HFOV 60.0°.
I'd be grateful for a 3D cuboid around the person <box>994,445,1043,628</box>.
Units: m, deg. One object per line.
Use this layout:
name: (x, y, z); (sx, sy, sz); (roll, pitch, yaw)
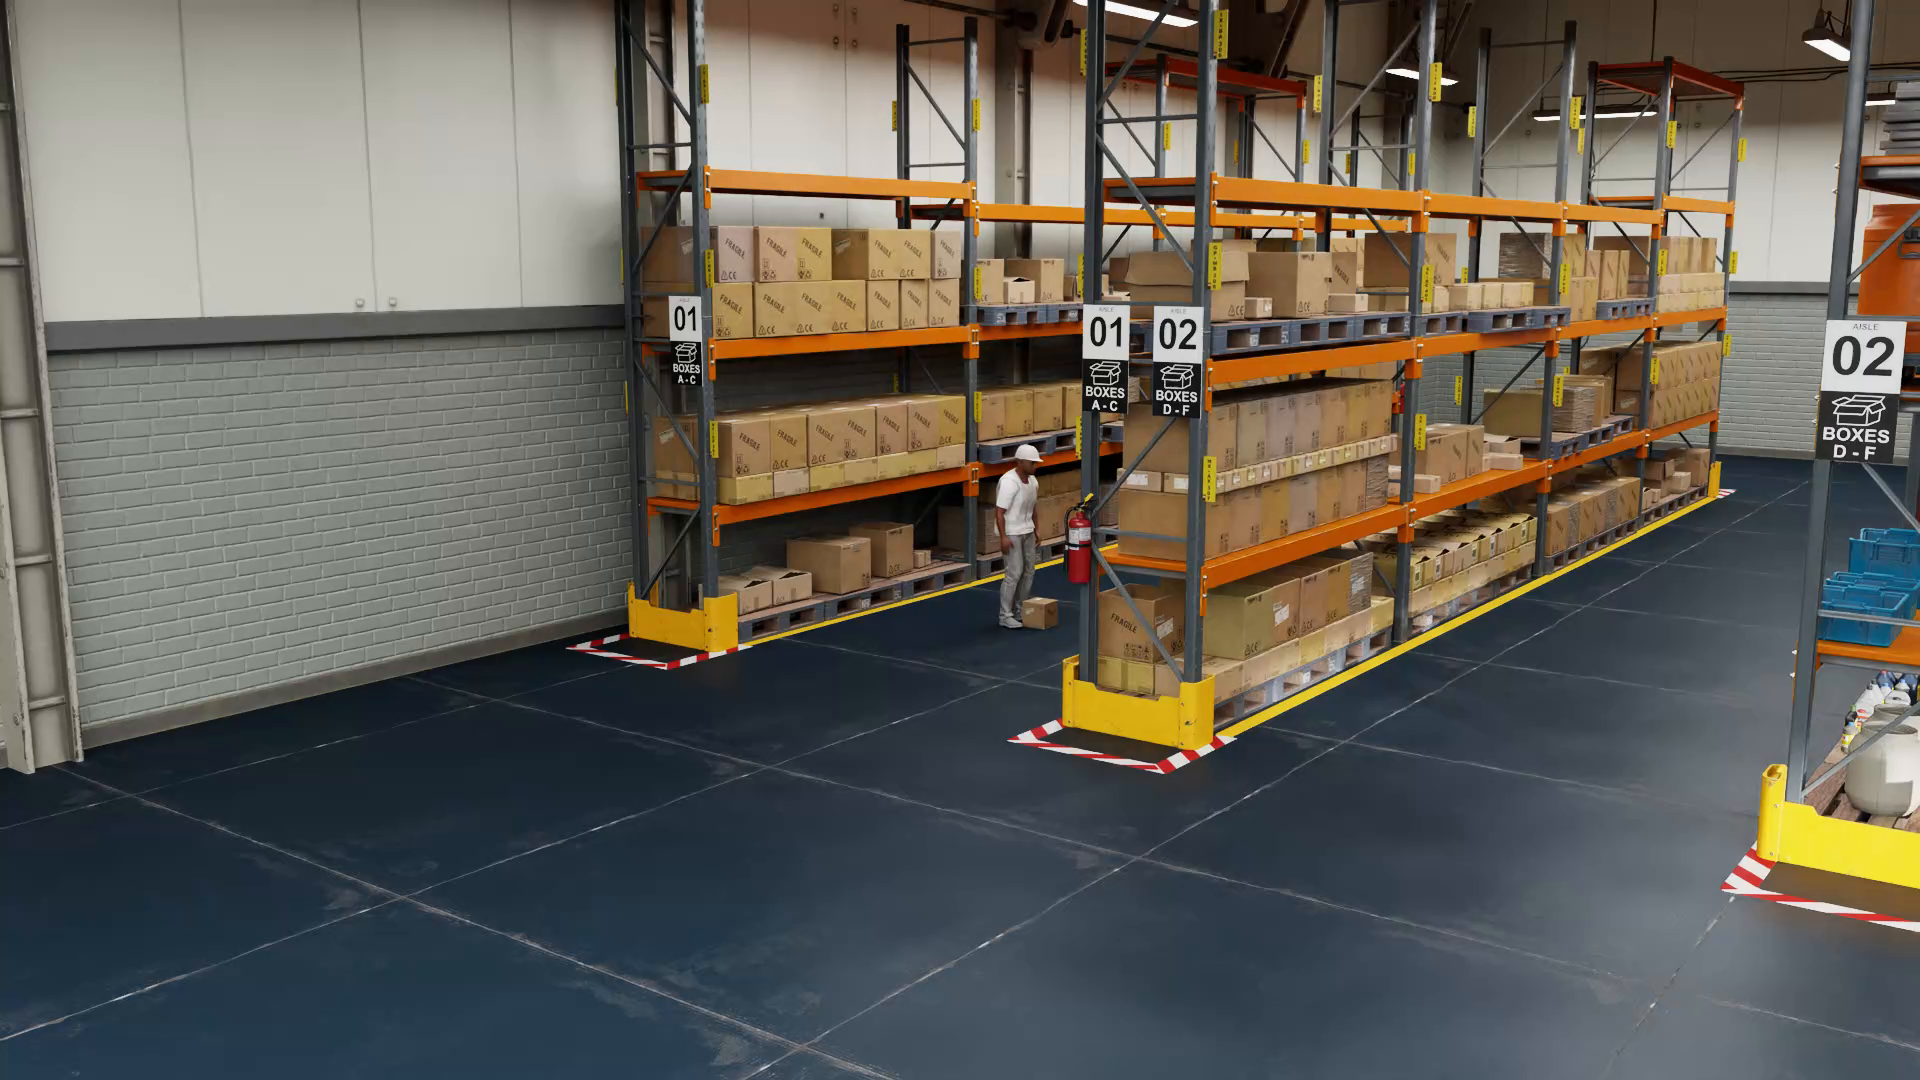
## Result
person: (0.582, -0.052, 16.143); (0.460, 1.760, 0.627); (7, 12, 36)
